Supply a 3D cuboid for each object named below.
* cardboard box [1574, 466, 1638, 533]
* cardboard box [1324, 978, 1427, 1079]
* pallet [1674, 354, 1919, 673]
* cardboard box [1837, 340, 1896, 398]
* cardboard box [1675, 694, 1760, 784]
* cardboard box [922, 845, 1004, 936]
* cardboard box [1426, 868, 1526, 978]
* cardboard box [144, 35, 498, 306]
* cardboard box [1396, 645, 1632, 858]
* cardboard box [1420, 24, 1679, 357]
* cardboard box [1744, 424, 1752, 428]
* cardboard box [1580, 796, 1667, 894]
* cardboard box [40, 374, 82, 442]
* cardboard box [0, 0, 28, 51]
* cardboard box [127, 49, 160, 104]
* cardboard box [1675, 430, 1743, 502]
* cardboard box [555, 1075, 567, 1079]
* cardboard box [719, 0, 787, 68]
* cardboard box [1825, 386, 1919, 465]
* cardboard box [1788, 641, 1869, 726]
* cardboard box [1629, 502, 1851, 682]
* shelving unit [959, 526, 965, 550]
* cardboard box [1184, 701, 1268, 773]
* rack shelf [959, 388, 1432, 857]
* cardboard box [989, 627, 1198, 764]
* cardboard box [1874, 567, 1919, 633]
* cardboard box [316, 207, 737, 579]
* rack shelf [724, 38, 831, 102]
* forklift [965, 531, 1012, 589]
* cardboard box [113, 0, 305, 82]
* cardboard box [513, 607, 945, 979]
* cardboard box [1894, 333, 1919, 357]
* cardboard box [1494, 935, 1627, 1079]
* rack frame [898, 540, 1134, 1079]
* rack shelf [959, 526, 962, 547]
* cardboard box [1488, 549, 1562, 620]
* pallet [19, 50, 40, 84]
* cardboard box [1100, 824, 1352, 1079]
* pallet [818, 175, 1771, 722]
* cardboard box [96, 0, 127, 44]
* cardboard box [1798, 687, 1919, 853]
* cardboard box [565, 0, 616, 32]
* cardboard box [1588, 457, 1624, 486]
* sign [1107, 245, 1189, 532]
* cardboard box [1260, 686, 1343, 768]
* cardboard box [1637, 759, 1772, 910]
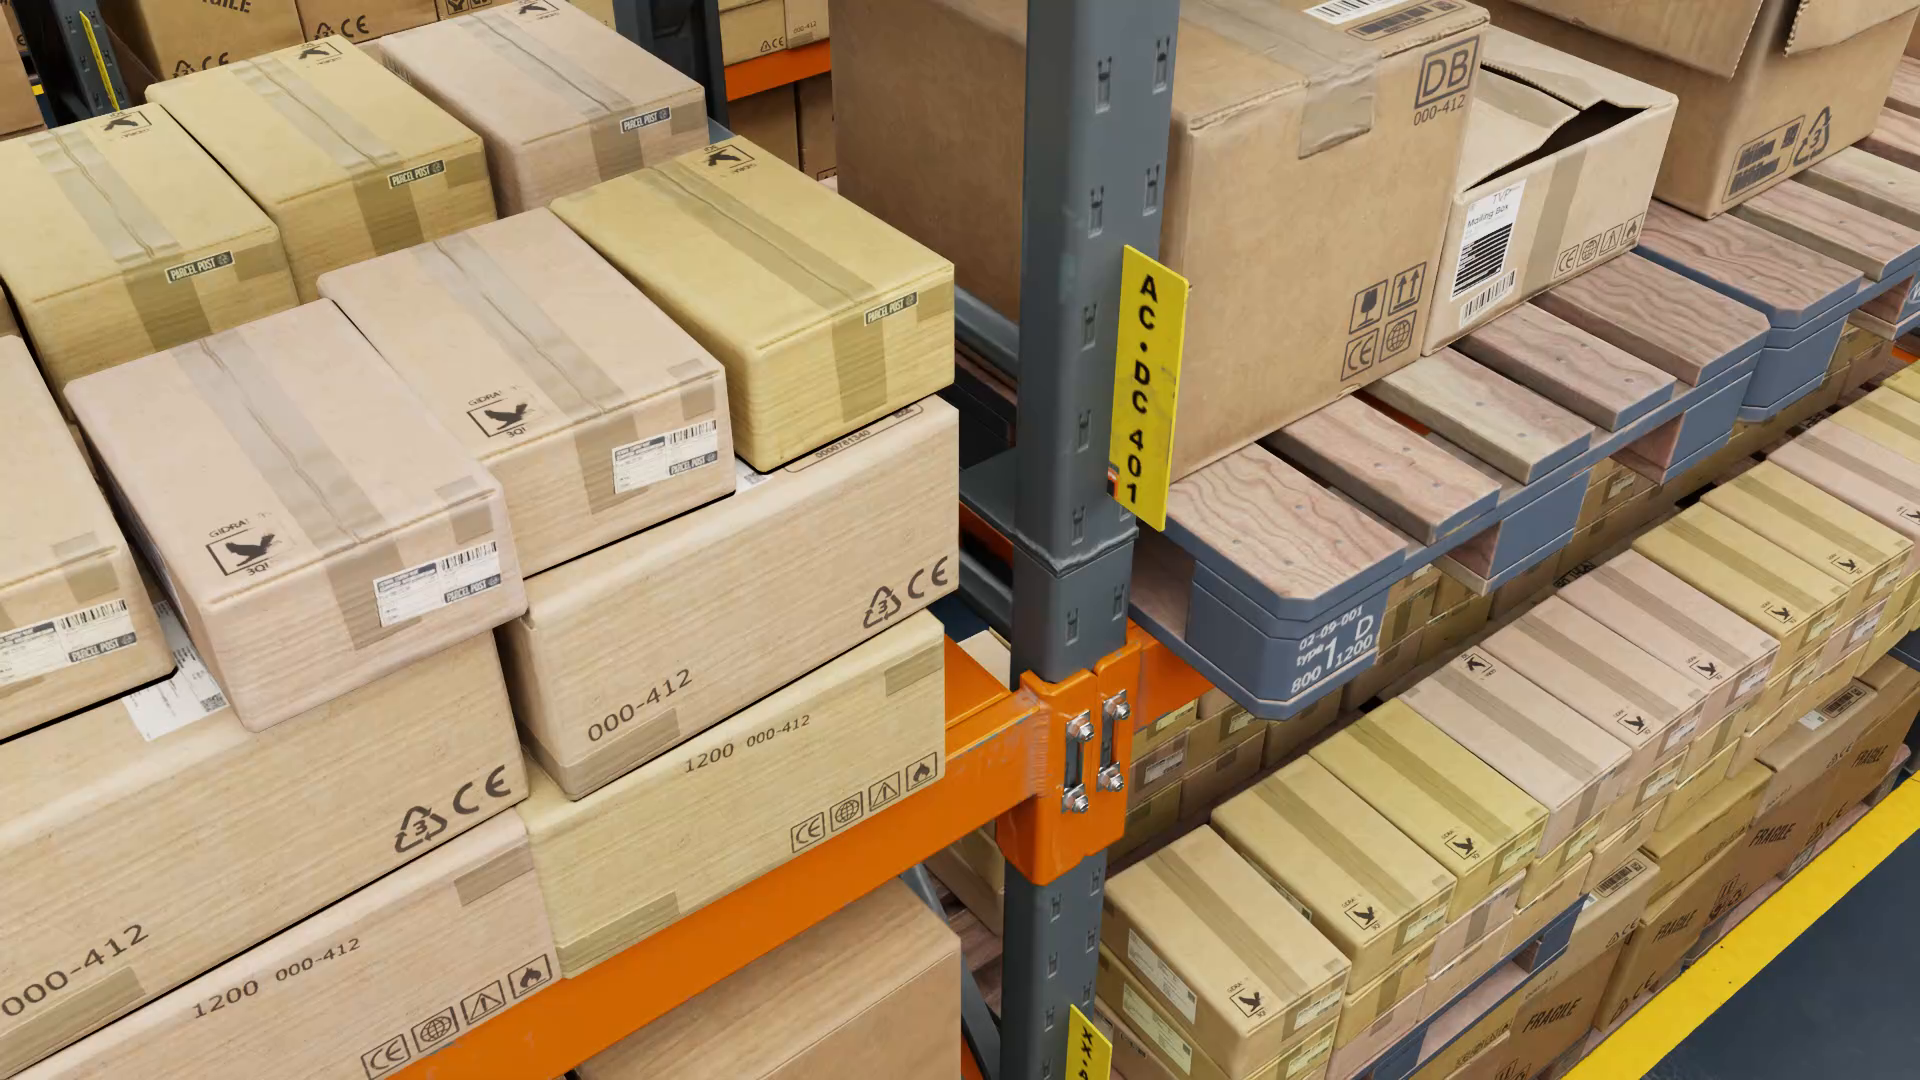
[{"bbox_3d":[1.508,-0.212,4.275,0.250,0.149,0.380,-26,46,-28],"label":"cardboard box"},{"bbox_3d":[0.671,0.834,3.235,0.250,0.149,0.380,-25,46,-27],"label":"cardboard box"},{"bbox_3d":[2.533,-0.212,4.795,1.003,0.211,1.213,-26,46,-28],"label":"pallet"},{"bbox_3d":[2.556,-0.609,4.995,0.250,0.149,0.380,-27,46,-29],"label":"cardboard box"},{"bbox_3d":[1.492,0.320,3.628,0.250,0.149,0.380,-27,46,-29],"label":"cardboard box"},{"bbox_3d":[0.056,0.612,3.506,0.250,0.149,0.380,-27,46,-29],"label":"cardboard box"},{"bbox_3d":[0.863,0.628,3.252,0.250,0.149,0.380,-25,45,-27],"label":"cardboard box"},{"bbox_3d":[-0.753,-0.440,1.966,0.250,0.149,0.380,-28,47,-30],"label":"cardboard box"},{"bbox_3d":[1.076,0.410,3.283,0.250,0.149,0.380,-27,46,-29],"label":"cardboard box"},{"bbox_3d":[0.687,-0.592,2.480,0.500,0.311,0.500,-27,46,-29],"label":"cardboard box"},{"bbox_3d":[2.104,-0.499,4.626,0.250,0.149,0.380,-27,47,-29],"label":"cardboard box"},{"bbox_3d":[1.273,0.544,3.588,0.250,0.149,0.380,-28,47,-30],"label":"cardboard box"},{"bbox_3d":[-1.064,-0.109,1.877,0.500,0.250,0.500,-26,46,-28],"label":"cardboard box"},{"bbox_3d":[-5.742,-3.284,10.028,0.500,0.500,0.500,-24,45,-26],"label":"cardboard box"},{"bbox_3d":[-2.714,-1.683,6.161,0.500,0.250,0.500,-27,47,-29],"label":"cardboard box"},{"bbox_3d":[1.916,-0.296,4.613,0.250,0.149,0.380,-24,45,-26],"label":"cardboard box"},{"bbox_3d":[-0.753,0.910,2.174,0.500,0.500,0.500,-27,47,-29],"label":"cardboard box"},{"bbox_3d":[-1.110,-2.290,7.295,0.500,0.250,0.500,-26,46,-29],"label":"cardboard box"},{"bbox_3d":[2.306,-0.189,4.013,0.250,0.149,0.380,-25,45,-27],"label":"cardboard box"},{"bbox_3d":[1.902,0.234,3.967,0.250,0.149,0.380,-25,45,-27],"label":"cardboard box"},{"bbox_3d":[1.691,0.108,3.651,0.250,0.149,0.380,-25,45,-27],"label":"cardboard box"},{"bbox_3d":[-0.553,-0.220,6.131,1.048,1.125,0.538,-23,45,-25],"label":"shelving unit"},{"bbox_3d":[0.464,0.300,3.651,0.250,0.149,0.380,-24,45,-26],"label":"cardboard box"},{"bbox_3d":[1.448,-0.724,3.470,4.000,0.370,1.077,-26,46,-28],"label":"rack shelf"},{"bbox_3d":[0.274,0.278,3.445,0.250,0.149,0.380,-27,47,-29],"label":"cardboard box"},{"bbox_3d":[2.104,0.023,3.990,0.250,0.149,0.380,-26,46,-28],"label":"cardboard box"},{"bbox_3d":[-0.423,-0.153,1.616,0.250,0.149,0.380,-25,45,-27],"label":"cardboard box"},{"bbox_3d":[-1.649,-2.015,7.408,4.000,0.370,1.077,-26,46,-28],"label":"rack shelf"},{"bbox_3d":[1.142,-1.654,6.455,3.031,2.935,1.130,-23,45,-25],"label":"forklift"},{"bbox_3d":[-2.711,-1.971,5.920,0.500,0.500,0.500,-25,46,-28],"label":"cardboard box"},{"bbox_3d":[-0.363,0.154,1.950,0.500,0.250,0.500,-25,45,-27],"label":"cardboard box"},{"bbox_3d":[3.227,-0.963,5.480,0.500,0.500,0.500,-26,46,-28],"label":"cardboard box"},{"bbox_3d":[1.435,1.168,4.601,0.500,0.500,0.500,-25,46,-27],"label":"cardboard box"},{"bbox_3d":[-0.138,0.930,3.251,0.127,3.000,1.000,-26,46,-28],"label":"rack frame"},{"bbox_3d":[-0.553,-0.031,6.286,1.000,0.278,0.538,-23,45,-25],"label":"rack shelf"},{"bbox_3d":[1.298,0.004,4.247,0.250,0.149,0.380,-28,47,-29],"label":"cardboard box"},{"bbox_3d":[-5.640,-3.270,10.570,1.213,0.211,1.003,-26,46,-28],"label":"pallet"},{"bbox_3d":[0.454,0.714,2.912,0.250,0.149,0.380,-24,45,-26],"label":"cardboard box"},{"bbox_3d":[0.416,-0.342,2.585,1.003,0.211,1.213,-26,46,-28],"label":"pallet"},{"bbox_3d":[-3.033,-2.244,6.253,0.500,0.500,0.500,-24,45,-27],"label":"cardboard box"},{"bbox_3d":[2.671,0.574,5.325,0.500,0.500,0.500,-26,46,-28],"label":"cardboard box"},{"bbox_3d":[-1.502,-2.277,6.885,0.500,0.250,0.500,-27,47,-29],"label":"cardboard box"},{"bbox_3d":[1.508,-0.321,4.174,0.250,0.149,0.380,-25,45,-27],"label":"cardboard box"},{"bbox_3d":[0.199,-0.159,1.806,0.005,0.325,0.100,-26,46,-28],"label":"sign"},{"bbox_3d":[0.659,0.319,3.863,0.250,0.149,0.380,-28,47,-30],"label":"cardboard box"},{"bbox_3d":[1.845,0.684,4.600,0.500,0.250,0.500,-25,45,-27],"label":"cardboard box"}]
